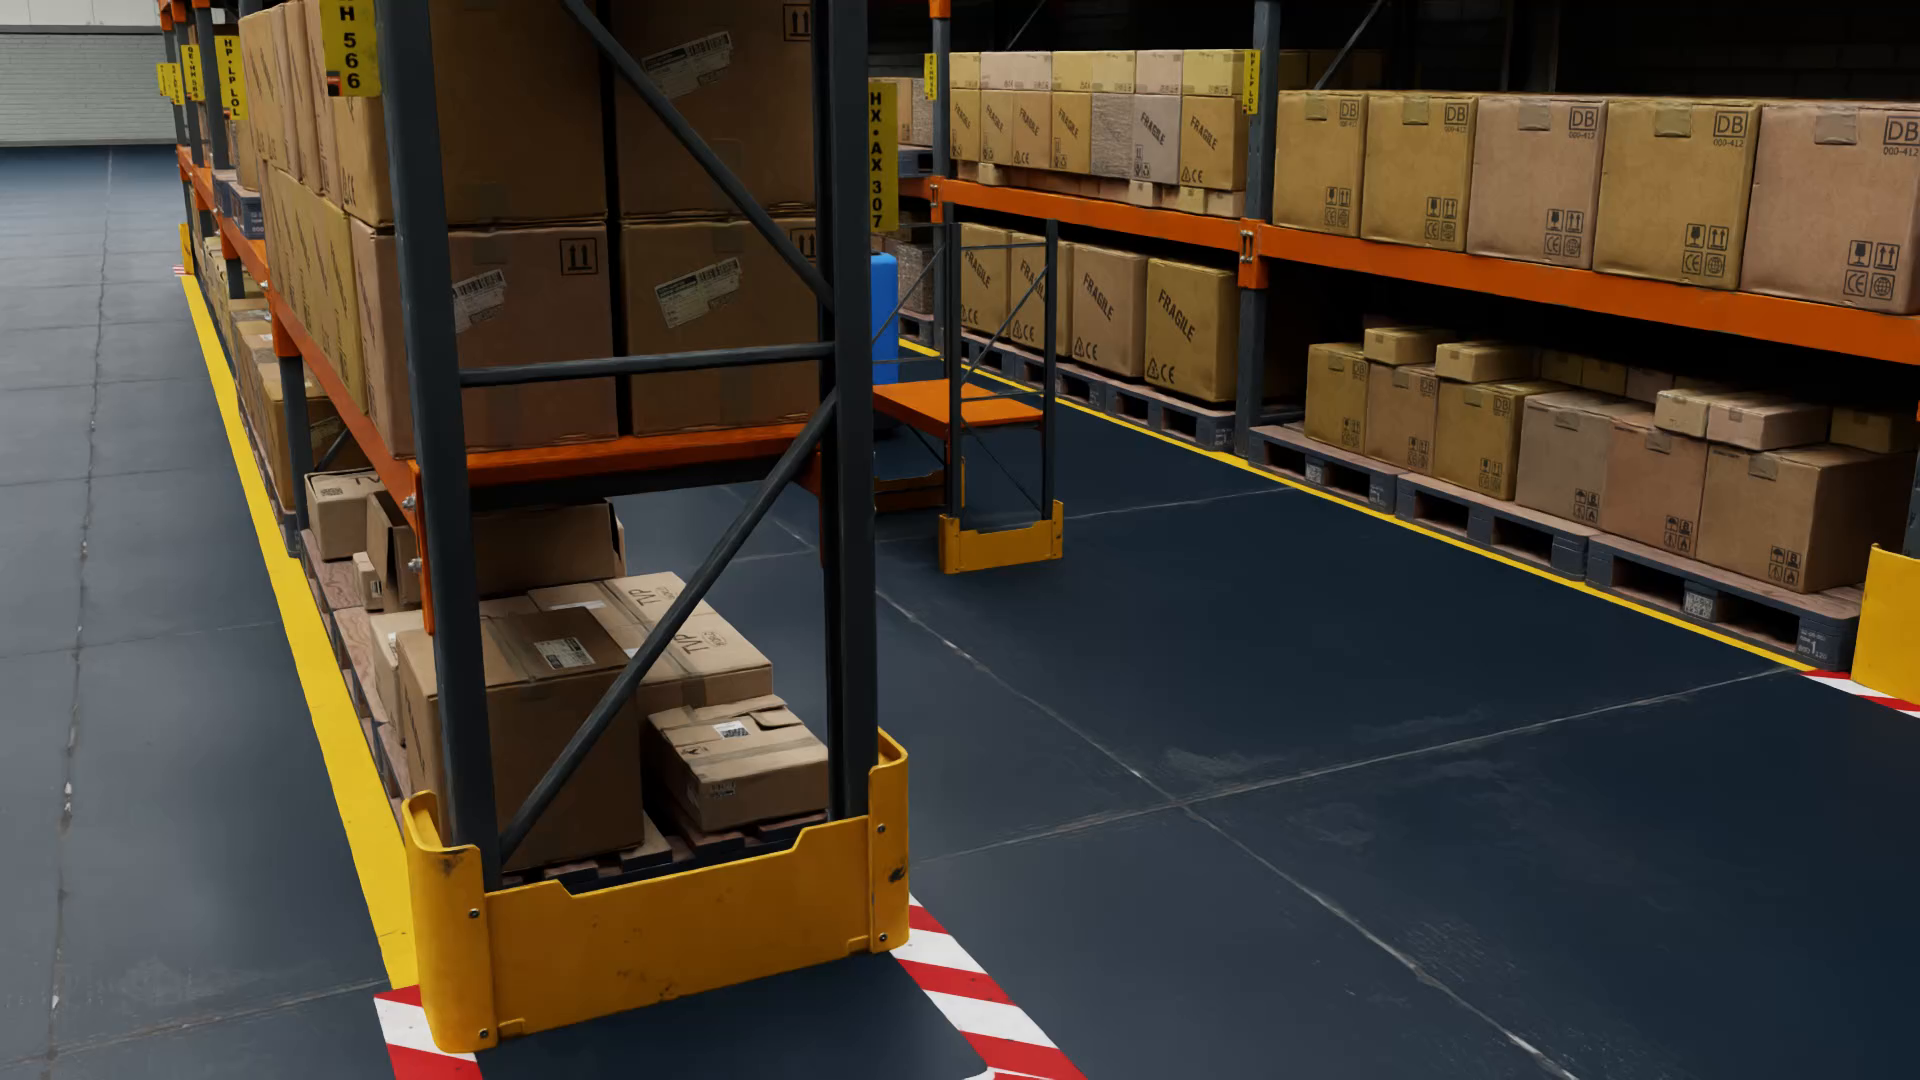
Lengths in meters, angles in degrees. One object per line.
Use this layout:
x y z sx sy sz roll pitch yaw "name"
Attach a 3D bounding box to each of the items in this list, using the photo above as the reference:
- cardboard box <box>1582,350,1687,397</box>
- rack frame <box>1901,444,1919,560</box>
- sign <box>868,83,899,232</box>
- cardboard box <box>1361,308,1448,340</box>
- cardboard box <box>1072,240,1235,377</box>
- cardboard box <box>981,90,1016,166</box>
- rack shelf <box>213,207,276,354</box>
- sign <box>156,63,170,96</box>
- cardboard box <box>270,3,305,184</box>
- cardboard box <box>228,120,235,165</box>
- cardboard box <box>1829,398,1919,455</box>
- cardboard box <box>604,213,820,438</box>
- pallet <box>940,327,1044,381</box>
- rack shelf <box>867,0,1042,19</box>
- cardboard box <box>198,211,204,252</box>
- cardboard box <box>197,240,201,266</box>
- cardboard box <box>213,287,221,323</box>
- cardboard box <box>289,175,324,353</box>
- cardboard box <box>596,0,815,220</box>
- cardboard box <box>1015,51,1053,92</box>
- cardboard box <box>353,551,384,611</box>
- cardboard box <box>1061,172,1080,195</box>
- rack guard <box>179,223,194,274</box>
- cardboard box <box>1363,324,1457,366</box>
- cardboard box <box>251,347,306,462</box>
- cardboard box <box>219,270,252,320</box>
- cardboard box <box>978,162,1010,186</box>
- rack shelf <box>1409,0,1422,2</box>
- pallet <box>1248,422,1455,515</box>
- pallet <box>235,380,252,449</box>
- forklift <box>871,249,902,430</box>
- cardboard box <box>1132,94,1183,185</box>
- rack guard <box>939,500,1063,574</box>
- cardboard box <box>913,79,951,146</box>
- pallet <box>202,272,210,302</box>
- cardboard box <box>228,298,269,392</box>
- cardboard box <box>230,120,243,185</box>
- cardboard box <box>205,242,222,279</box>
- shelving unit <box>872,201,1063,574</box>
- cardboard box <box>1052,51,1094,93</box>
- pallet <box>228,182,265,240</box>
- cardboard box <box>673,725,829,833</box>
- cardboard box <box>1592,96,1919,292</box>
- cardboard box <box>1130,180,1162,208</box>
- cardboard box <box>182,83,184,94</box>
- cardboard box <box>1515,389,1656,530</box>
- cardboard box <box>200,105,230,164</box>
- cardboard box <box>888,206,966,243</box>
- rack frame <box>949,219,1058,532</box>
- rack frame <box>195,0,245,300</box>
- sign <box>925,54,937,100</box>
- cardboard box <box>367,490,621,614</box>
3.058 -0.757 7.545 0.380 0.149 0.250 -7 18 -24 "cardboard box"
3.777 -0.976 5.714 1.000 3.000 0.127 -8 18 -25 "rack frame"
-0.186 -0.858 3.734 0.100 0.325 0.005 -8 18 -25 "sign"
2.376 -1.142 8.887 0.380 0.149 0.250 -8 18 -25 "cardboard box"
1.231 -1.502 10.682 0.750 0.750 0.750 -7 17 -23 "cardboard box"
0.476 -2.878 11.585 0.500 0.500 0.500 -7 17 -23 "cardboard box"
-3.303 -1.518 8.908 1.077 0.370 4.000 -8 18 -25 "rack shelf"
-8.185 -4.732 17.090 0.100 0.325 0.005 -8 18 -25 "sign"
-1.795 -1.363 5.067 0.500 0.500 0.500 -7 17 -23 "cardboard box"
-5.159 -2.953 12.421 0.500 0.500 0.500 -8 18 -25 "cardboard box"
3.615 -0.443 6.450 0.380 0.149 0.250 -8 18 -25 "cardboard box"
-0.631 -0.566 4.105 0.500 0.500 0.500 -7 18 -24 "cardboard box"
0.550 -1.415 12.298 1.003 0.211 1.213 -8 18 -25 "pallet"
-0.604 -4.552 14.040 1.077 0.370 4.000 -8 18 -25 "rack shelf"
-6.762 -2.930 15.387 0.500 0.500 0.500 -8 18 -25 "cardboard box"
-7.207 -2.817 16.351 0.500 0.250 0.500 -8 18 -25 "cardboard box"
-5.525 -1.847 12.973 0.500 0.250 0.500 -8 18 -27 "cardboard box"
-1.780 -0.880 5.199 0.500 0.500 0.500 -8 18 -26 "cardboard box"
-0.631 -1.047 3.967 0.500 0.500 0.500 -7 17 -23 "cardboard box"
0.699 -3.120 11.070 0.500 0.250 0.500 -8 18 -25 "cardboard box"
-2.049 0.126 6.214 0.380 0.166 0.250 -8 18 -25 "cardboard box"
0.890 -2.360 10.955 0.380 0.149 0.250 -8 18 -25 "cardboard box"
-7.694 -3.148 17.815 1.175 0.500 0.348 -8 18 -25 "rack guard"
2.246 -0.975 8.305 0.380 0.149 0.250 -7 17 -23 "cardboard box"
-3.328 -0.714 8.535 0.500 0.500 0.500 -7 18 -24 "cardboard box"
-4.863 -1.738 11.576 0.500 0.311 0.500 -8 18 -26 "cardboard box"
0.352 -2.599 11.789 0.380 0.149 0.250 -7 17 -23 "cardboard box"
2.901 -2.568 7.127 1.077 0.370 4.000 -8 18 -25 "rack shelf"
2.288 -0.429 8.864 1.003 0.211 1.213 -8 18 -25 "pallet"
-3.886 -0.830 10.260 1.003 0.211 1.213 -8 18 -25 "pallet"
-1.365 -2.340 10.590 1.130 2.935 3.031 -6 17 -21 "forklift"
1.364 -2.378 9.842 0.500 0.500 0.500 -7 18 -24 "cardboard box"
0.185 -0.016 7.352 0.587 0.250 0.087 -8 18 -25 "rack guard"
0.058 -3.334 12.953 0.700 0.500 0.500 -10 19 -31 "cardboard box"
-6.780 -2.517 16.138 1.003 0.211 1.213 -8 18 -25 "pallet"
-4.236 -1.223 10.307 0.500 0.500 0.500 -7 17 -23 "cardboard box"
-3.572 -2.218 9.098 0.700 0.500 0.500 -4 17 -14 "cardboard box"
-5.759 -2.244 13.340 0.500 0.311 0.500 -8 18 -26 "cardboard box"
-0.033 -0.740 7.610 0.587 1.500 1.083 -8 18 -25 "shelving unit"
0.928 -2.995 10.631 0.500 0.250 0.500 -8 18 -26 "cardboard box"
-3.323 -1.786 8.885 1.003 0.211 1.213 -8 18 -25 "pallet"
-0.548 0.637 4.464 0.380 0.149 0.250 -8 18 -25 "cardboard box"
3.216 -1.424 6.733 0.980 0.700 0.700 -8 18 -25 "cardboard box"
1.249 -2.094 10.029 0.380 0.149 0.250 -8 18 -25 "cardboard box"
-7.587 -4.515 16.689 0.380 0.149 0.250 -8 18 -26 "cardboard box"
2.941 -0.386 7.430 0.700 0.500 0.500 -8 18 -27 "cardboard box"
-6.131 -3.509 14.360 0.700 0.500 0.500 -8 18 -26 "cardboard box"
-0.283 -2.651 13.926 0.500 0.250 0.500 -7 18 -24 "cardboard box"
0.185 -0.616 7.178 0.500 1.500 0.032 -8 18 -25 "rack frame"
-4.179 -2.360 10.537 1.000 3.000 0.127 -8 18 -25 "rack frame"
-0.211 -3.410 12.241 0.100 0.325 0.005 -8 18 -25 "sign"
-1.599 0.085 5.743 0.797 0.503 0.637 -8 18 -25 "cardboard box"
